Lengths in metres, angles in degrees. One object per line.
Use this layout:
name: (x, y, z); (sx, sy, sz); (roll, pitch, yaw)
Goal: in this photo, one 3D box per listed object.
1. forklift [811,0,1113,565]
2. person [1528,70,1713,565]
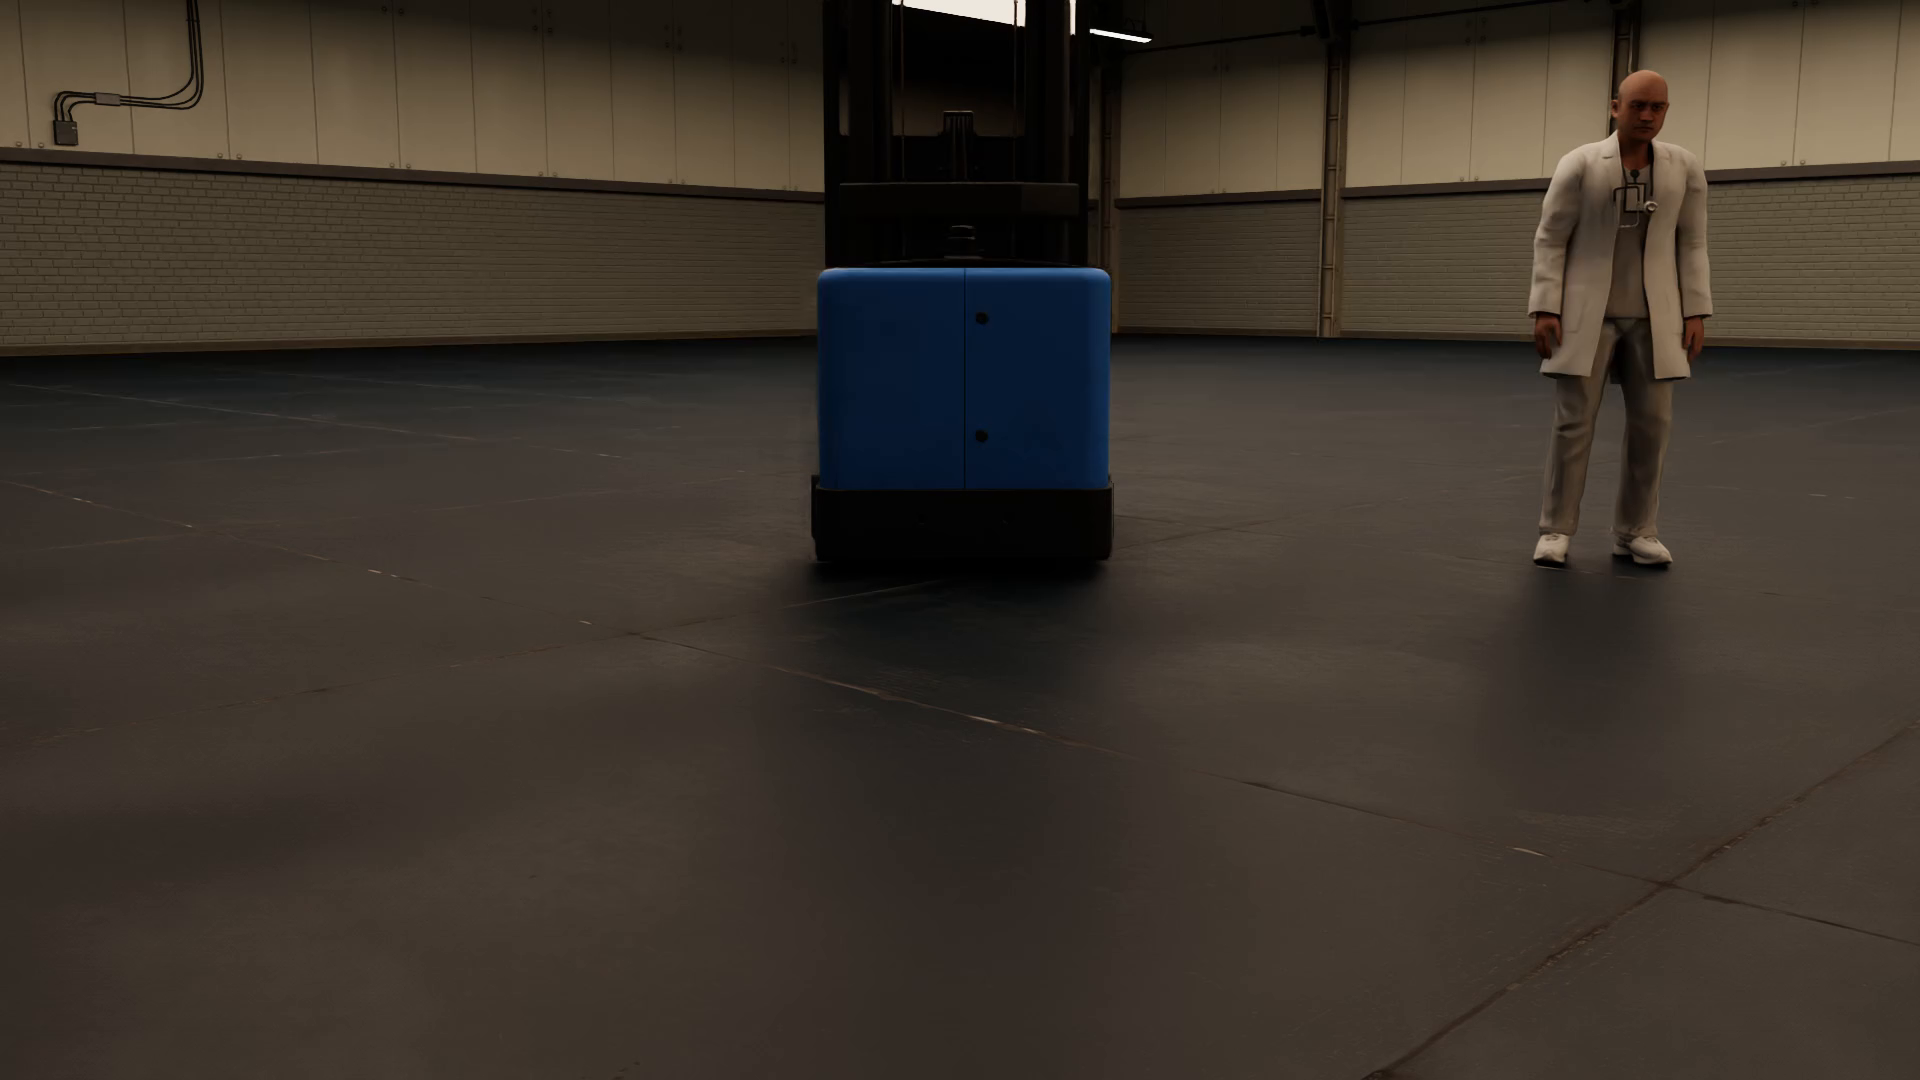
forklift: (-0.022, -1.540, 7.103); (1.130, 2.935, 3.031); (0, 9, -1)
person: (2.419, -0.803, 6.097); (0.647, 1.772, 0.430); (1, 9, 9)
